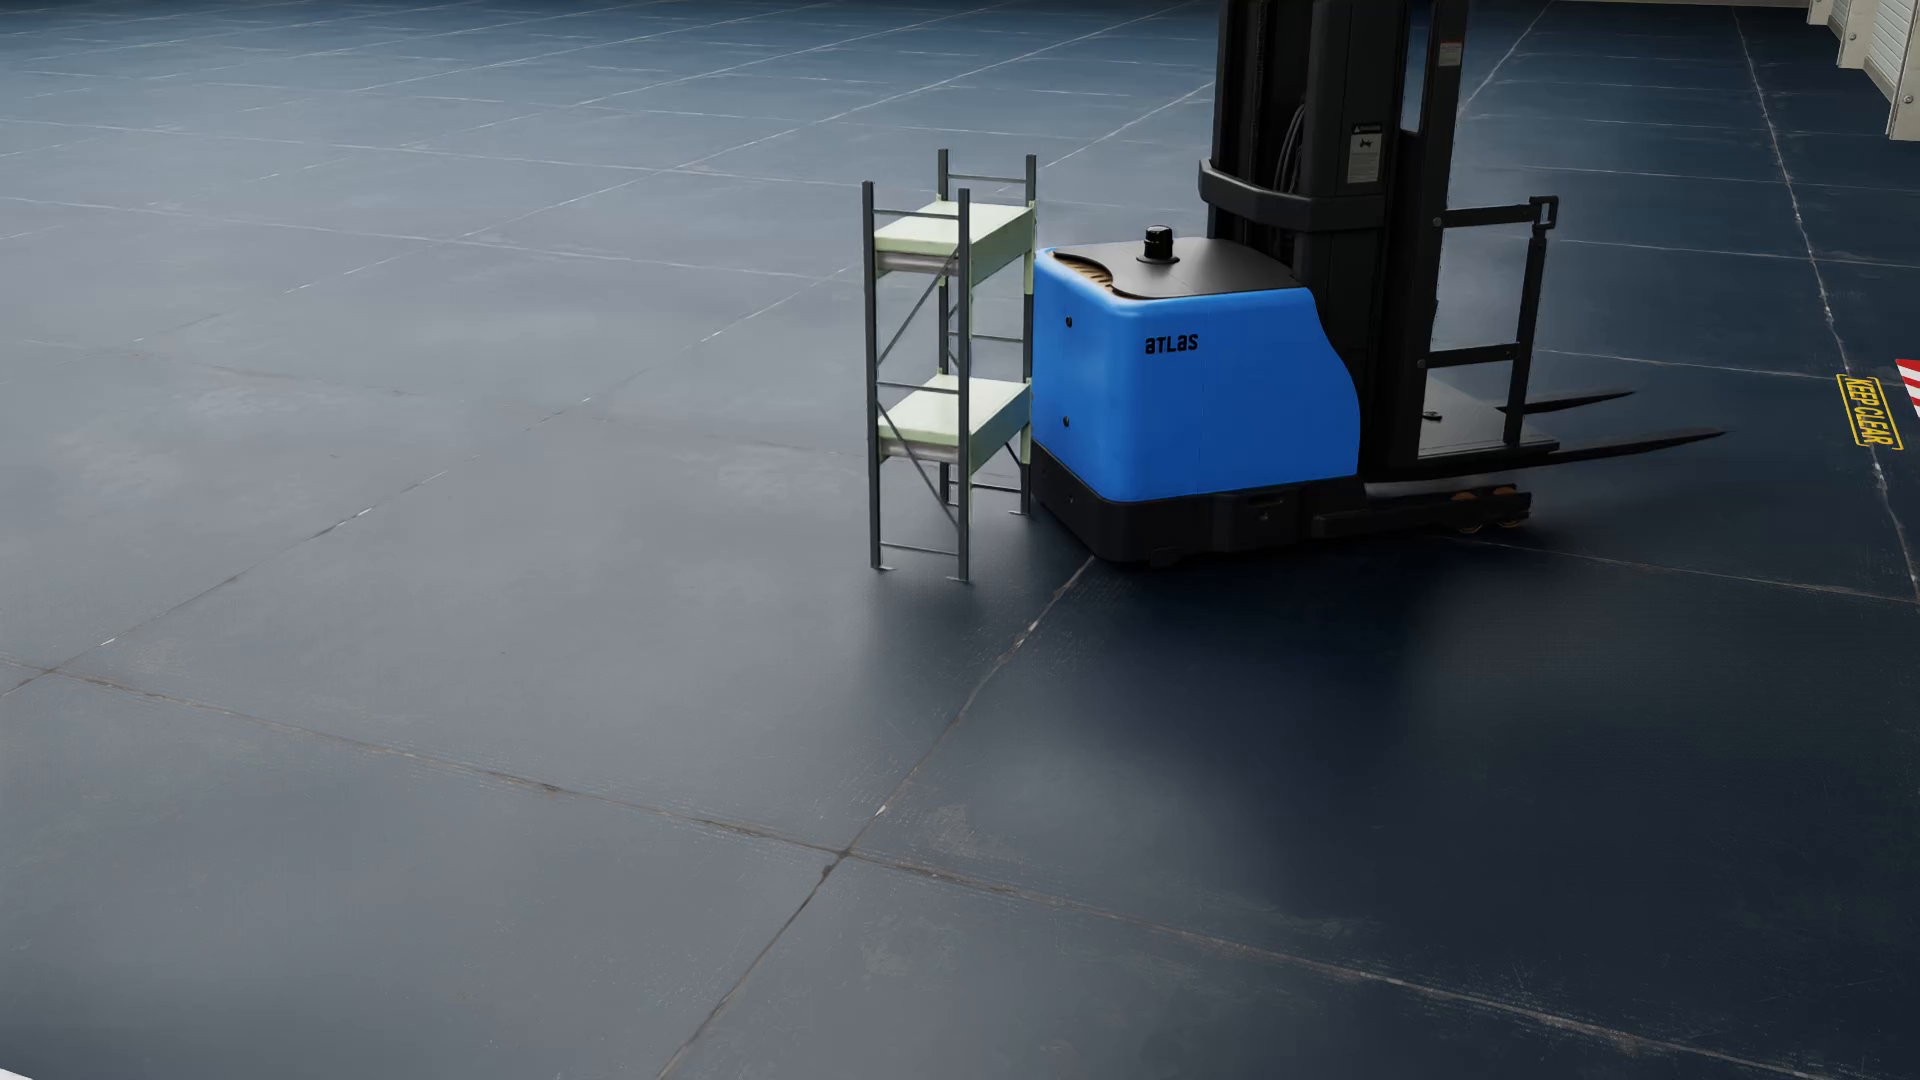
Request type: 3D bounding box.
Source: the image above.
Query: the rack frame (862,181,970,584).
[{"bbox_3d":[-0.157,-0.557,6.137,0.400,1.500,0.023,8,24,19],"label":"rack frame"}]

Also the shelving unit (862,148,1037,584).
[{"bbox_3d":[-0.027,-0.689,6.453,0.431,1.500,0.755,8,24,19],"label":"shelving unit"}]

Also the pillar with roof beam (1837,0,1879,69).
[{"bbox_3d":[7.366,-10.805,20.943,9.100,9.000,0.400,9,24,20],"label":"pillar with roof beam"}]

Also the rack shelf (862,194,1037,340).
[{"bbox_3d":[-0.027,-1.049,6.303,0.431,0.370,0.720,8,24,19],"label":"rack shelf"}]

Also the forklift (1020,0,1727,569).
[{"bbox_3d":[1.834,-1.564,6.690,3.031,2.935,1.130,-7,24,-17],"label":"forklift"}]

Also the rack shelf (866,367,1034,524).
[{"bbox_3d":[-0.027,-0.388,6.579,0.431,0.370,0.720,8,24,19],"label":"rack shelf"}]

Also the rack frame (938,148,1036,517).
[{"bbox_3d":[0.104,-0.821,6.769,0.400,1.500,0.023,8,24,19],"label":"rack frame"}]

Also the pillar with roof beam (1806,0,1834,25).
[{"bbox_3d":[9.594,-12.952,26.083,9.100,9.000,0.400,9,24,20],"label":"pillar with roof beam"}]

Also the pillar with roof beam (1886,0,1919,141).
[{"bbox_3d":[5.137,-8.658,15.802,9.100,9.000,0.400,9,24,20],"label":"pillar with roof beam"}]
